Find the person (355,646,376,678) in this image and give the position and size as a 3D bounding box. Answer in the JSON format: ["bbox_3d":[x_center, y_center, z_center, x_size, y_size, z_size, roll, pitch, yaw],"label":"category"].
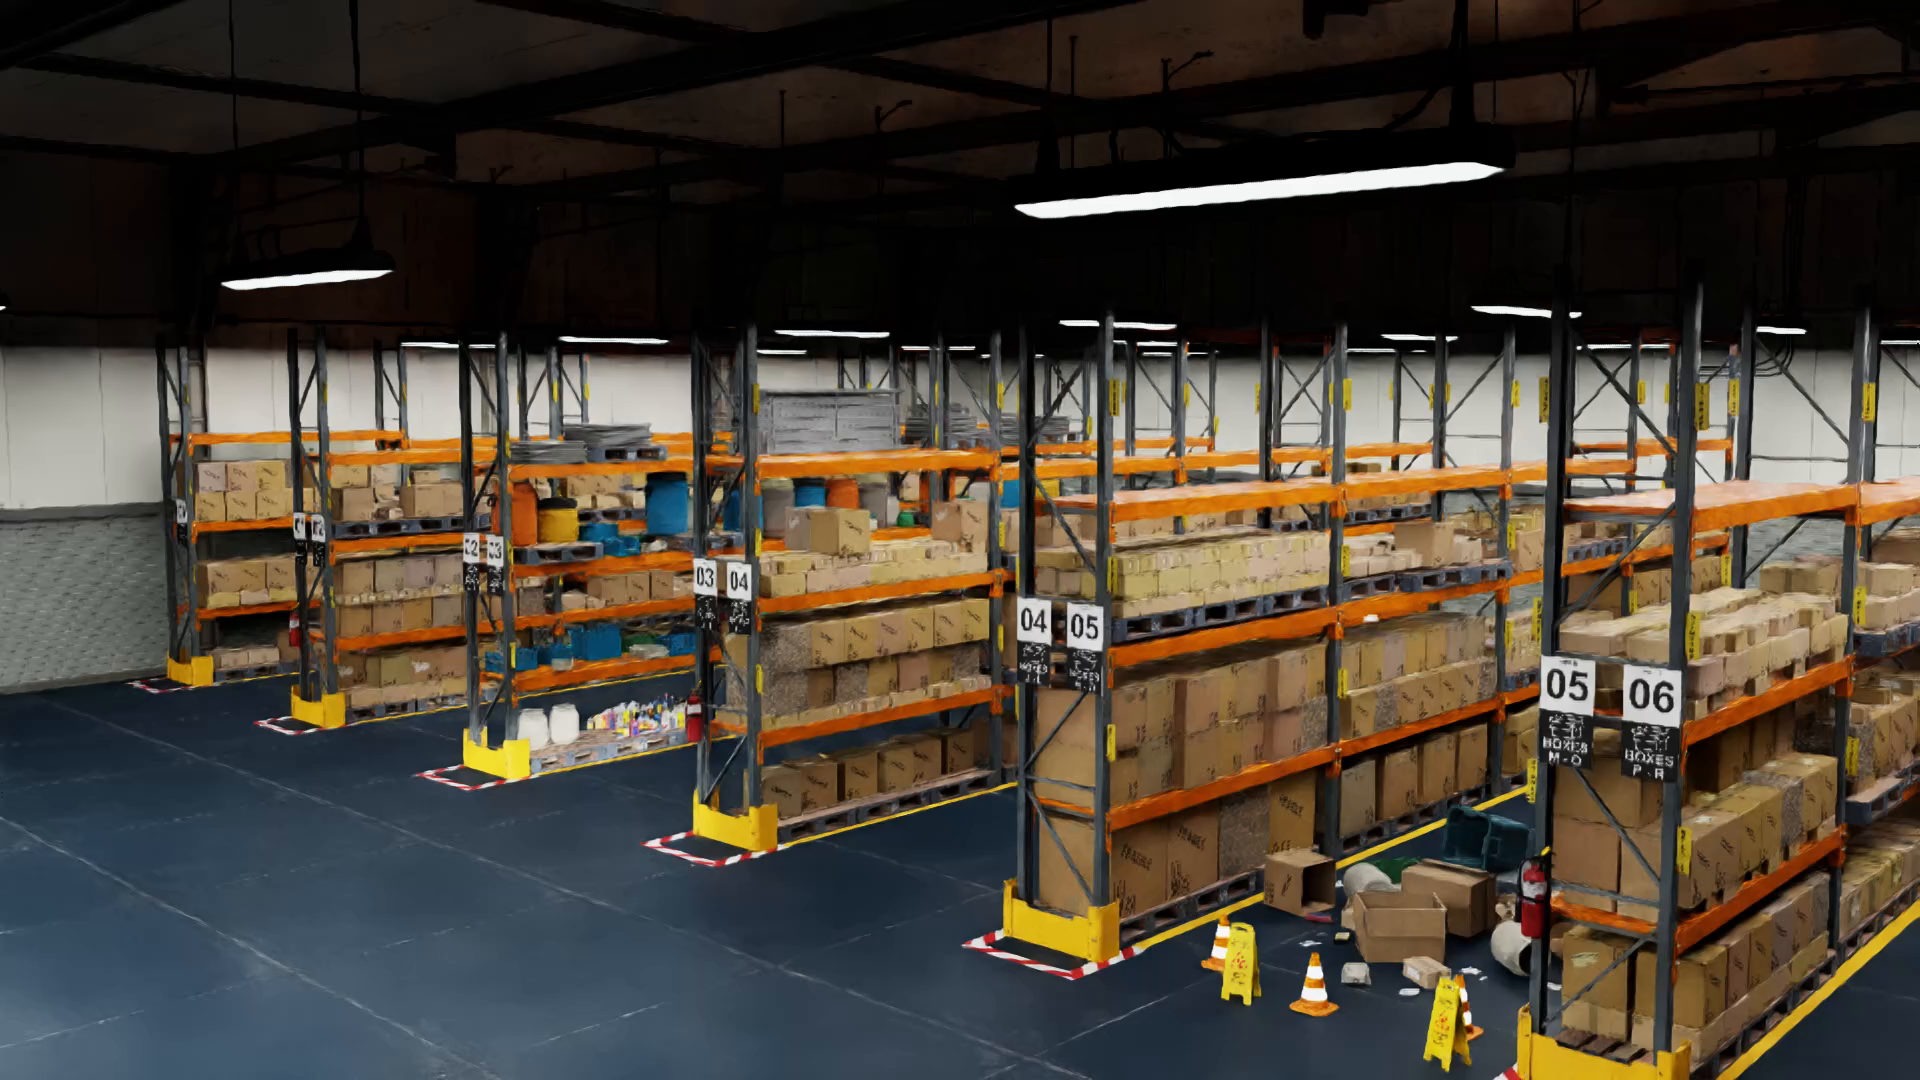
[{"bbox_3d":[-9.913,1.764,27.719,0.596,1.619,0.507,5,7,43],"label":"person"}]

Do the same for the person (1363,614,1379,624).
[{"bbox_3d":[6.269,1.939,25.231,0.555,1.725,1.029,5,7,42],"label":"person"}]
